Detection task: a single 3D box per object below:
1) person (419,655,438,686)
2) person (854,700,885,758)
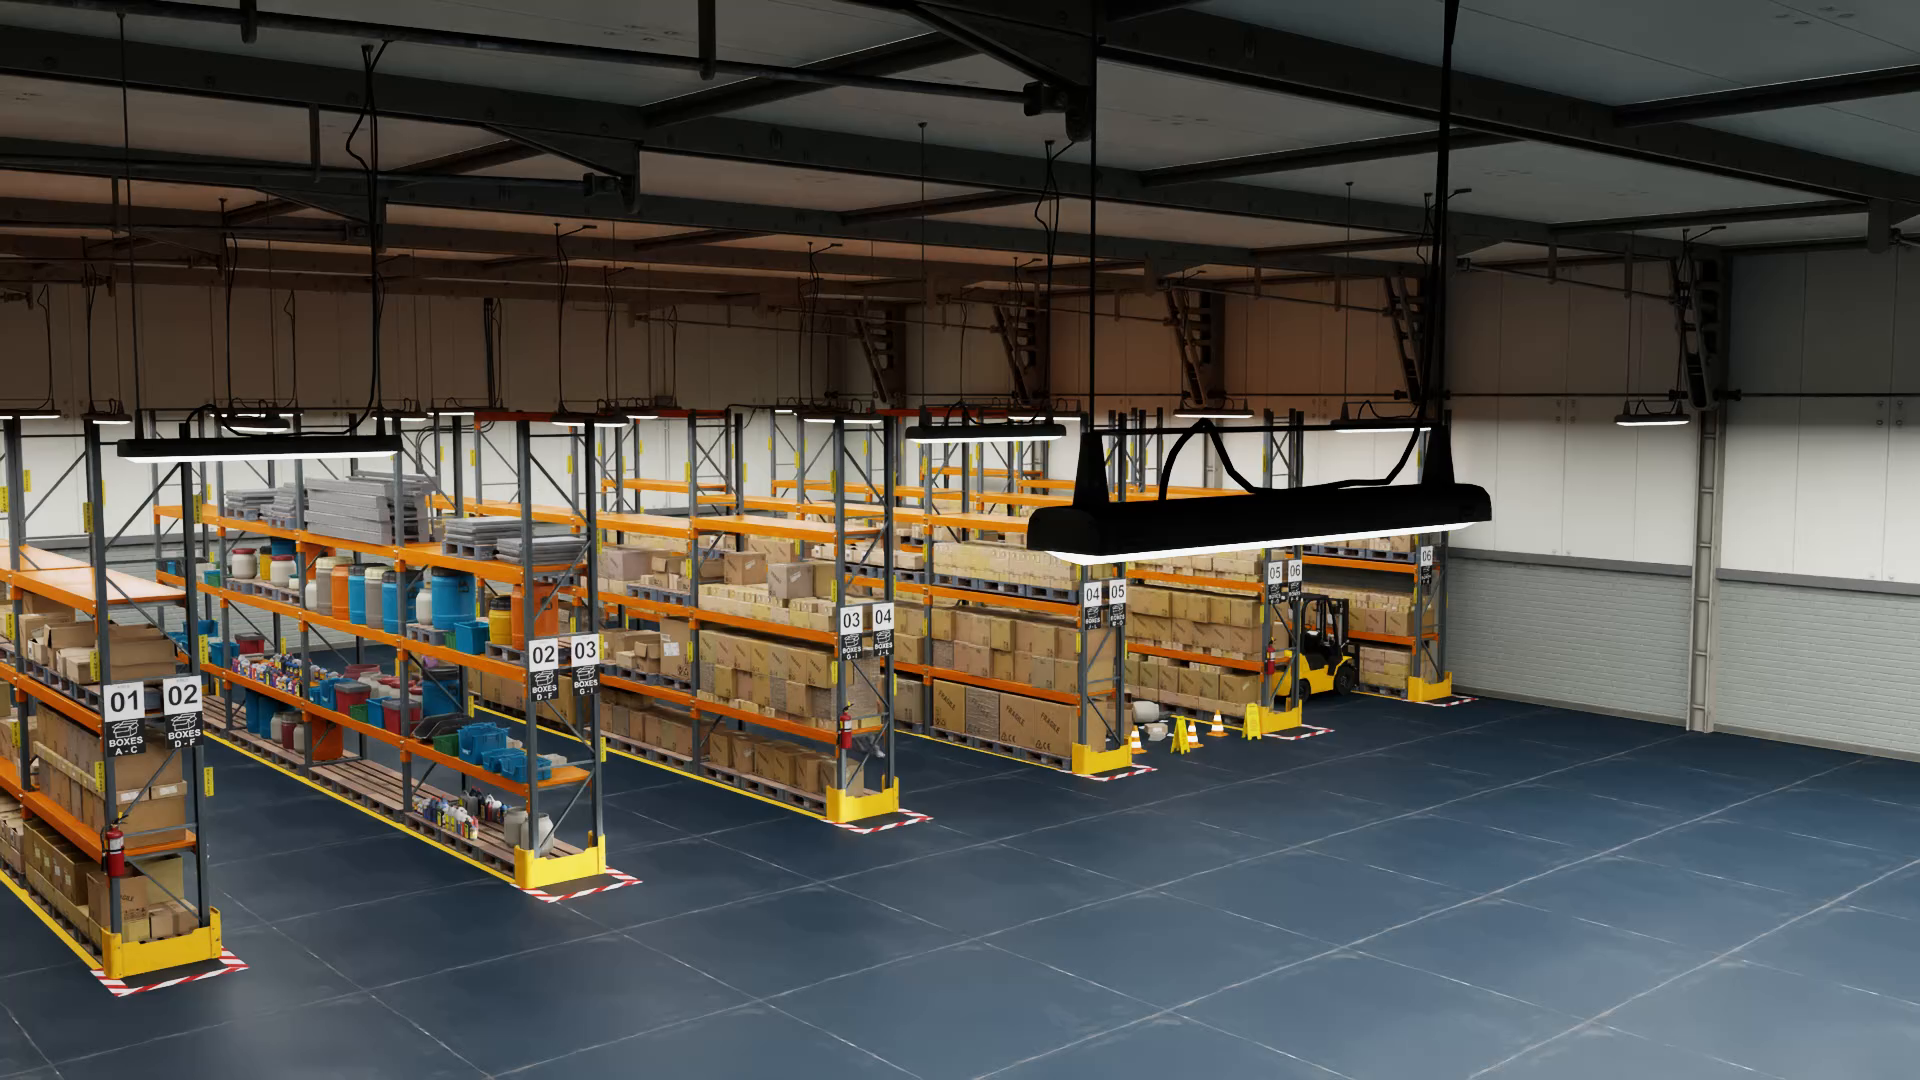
[{"bbox_3d":[-10.236,2.732,31.962,0.412,1.562,0.768,-5,7,-43],"label":"person"},{"bbox_3d":[-1.580,2.903,29.258,0.768,1.775,0.570,2,6,25],"label":"person"}]
